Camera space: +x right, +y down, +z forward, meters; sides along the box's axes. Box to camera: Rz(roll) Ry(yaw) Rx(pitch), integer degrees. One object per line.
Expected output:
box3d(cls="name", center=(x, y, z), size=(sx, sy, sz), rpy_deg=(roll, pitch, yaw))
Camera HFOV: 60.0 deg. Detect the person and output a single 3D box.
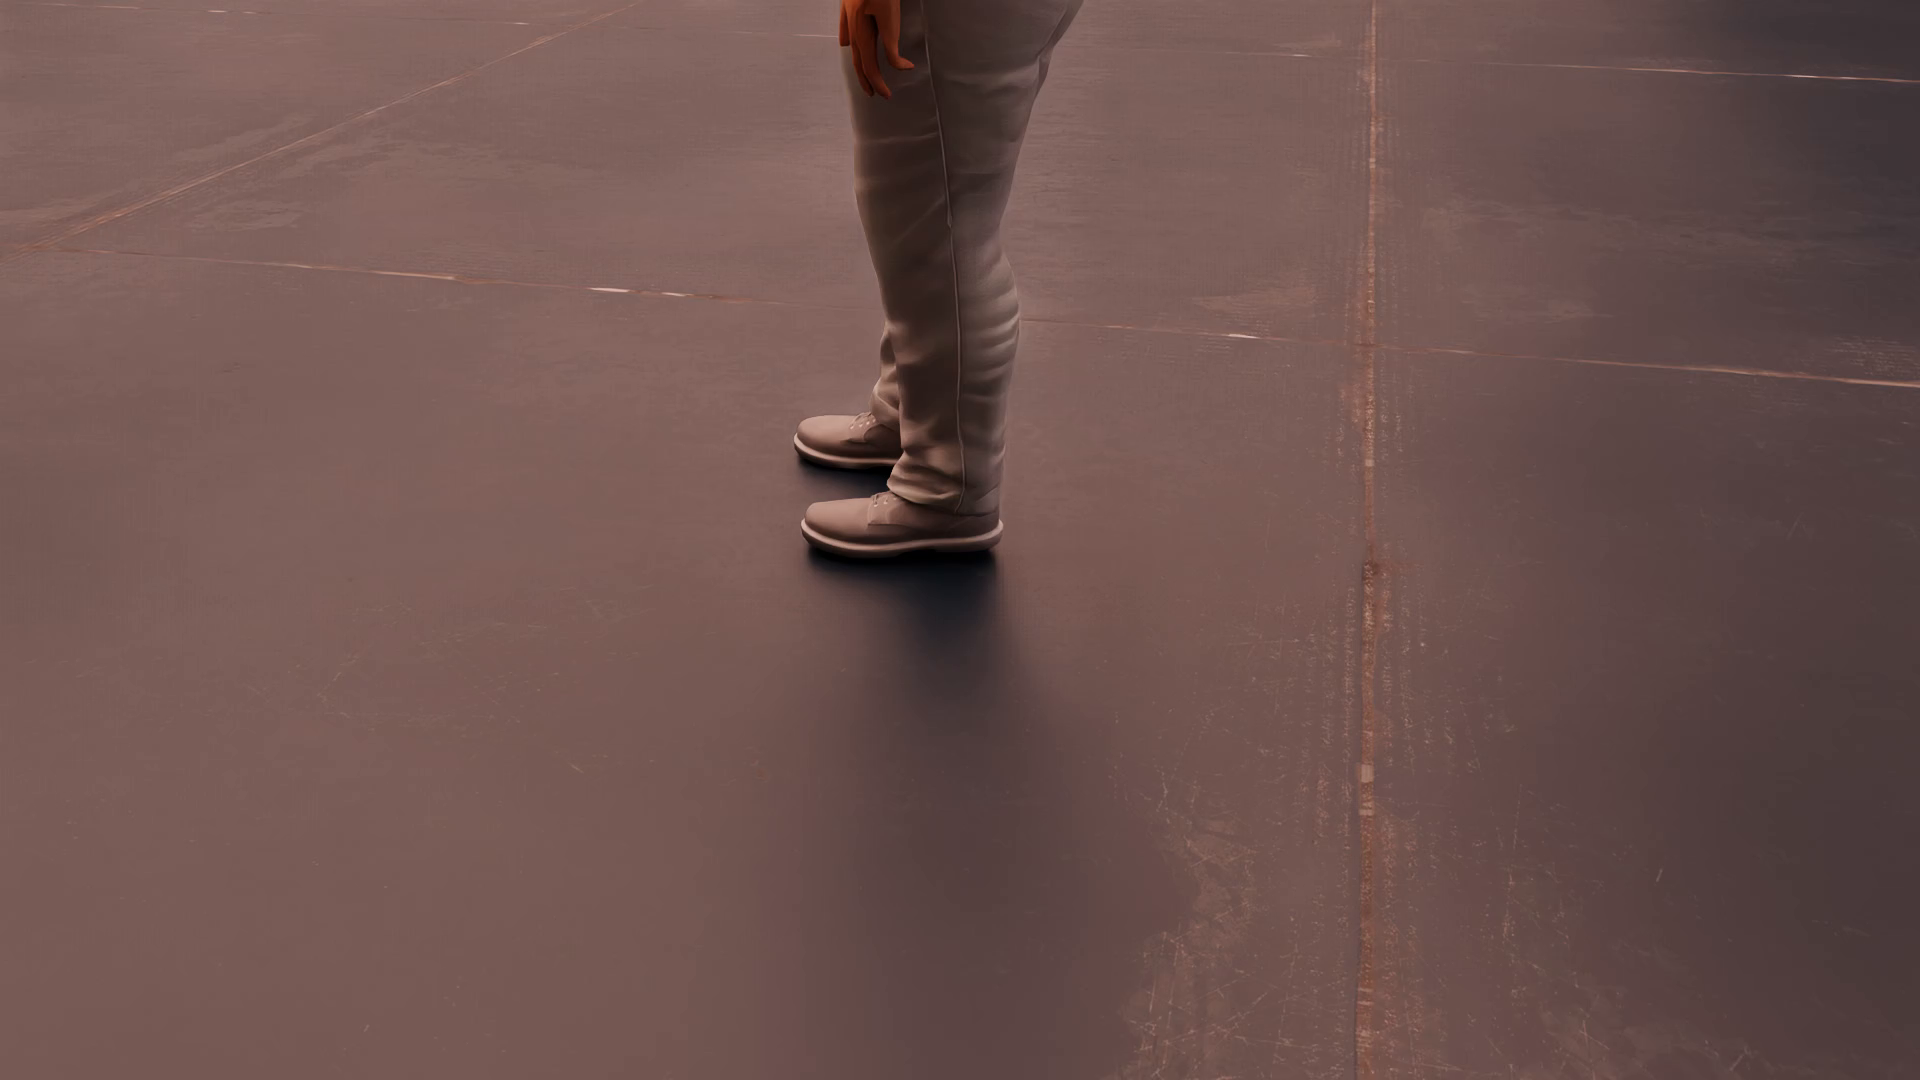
box3d(cls="person", center=(-0.070, -0.768, 2.157), size=(0.529, 1.670, 0.598), rpy_deg=(6, 27, 11))
